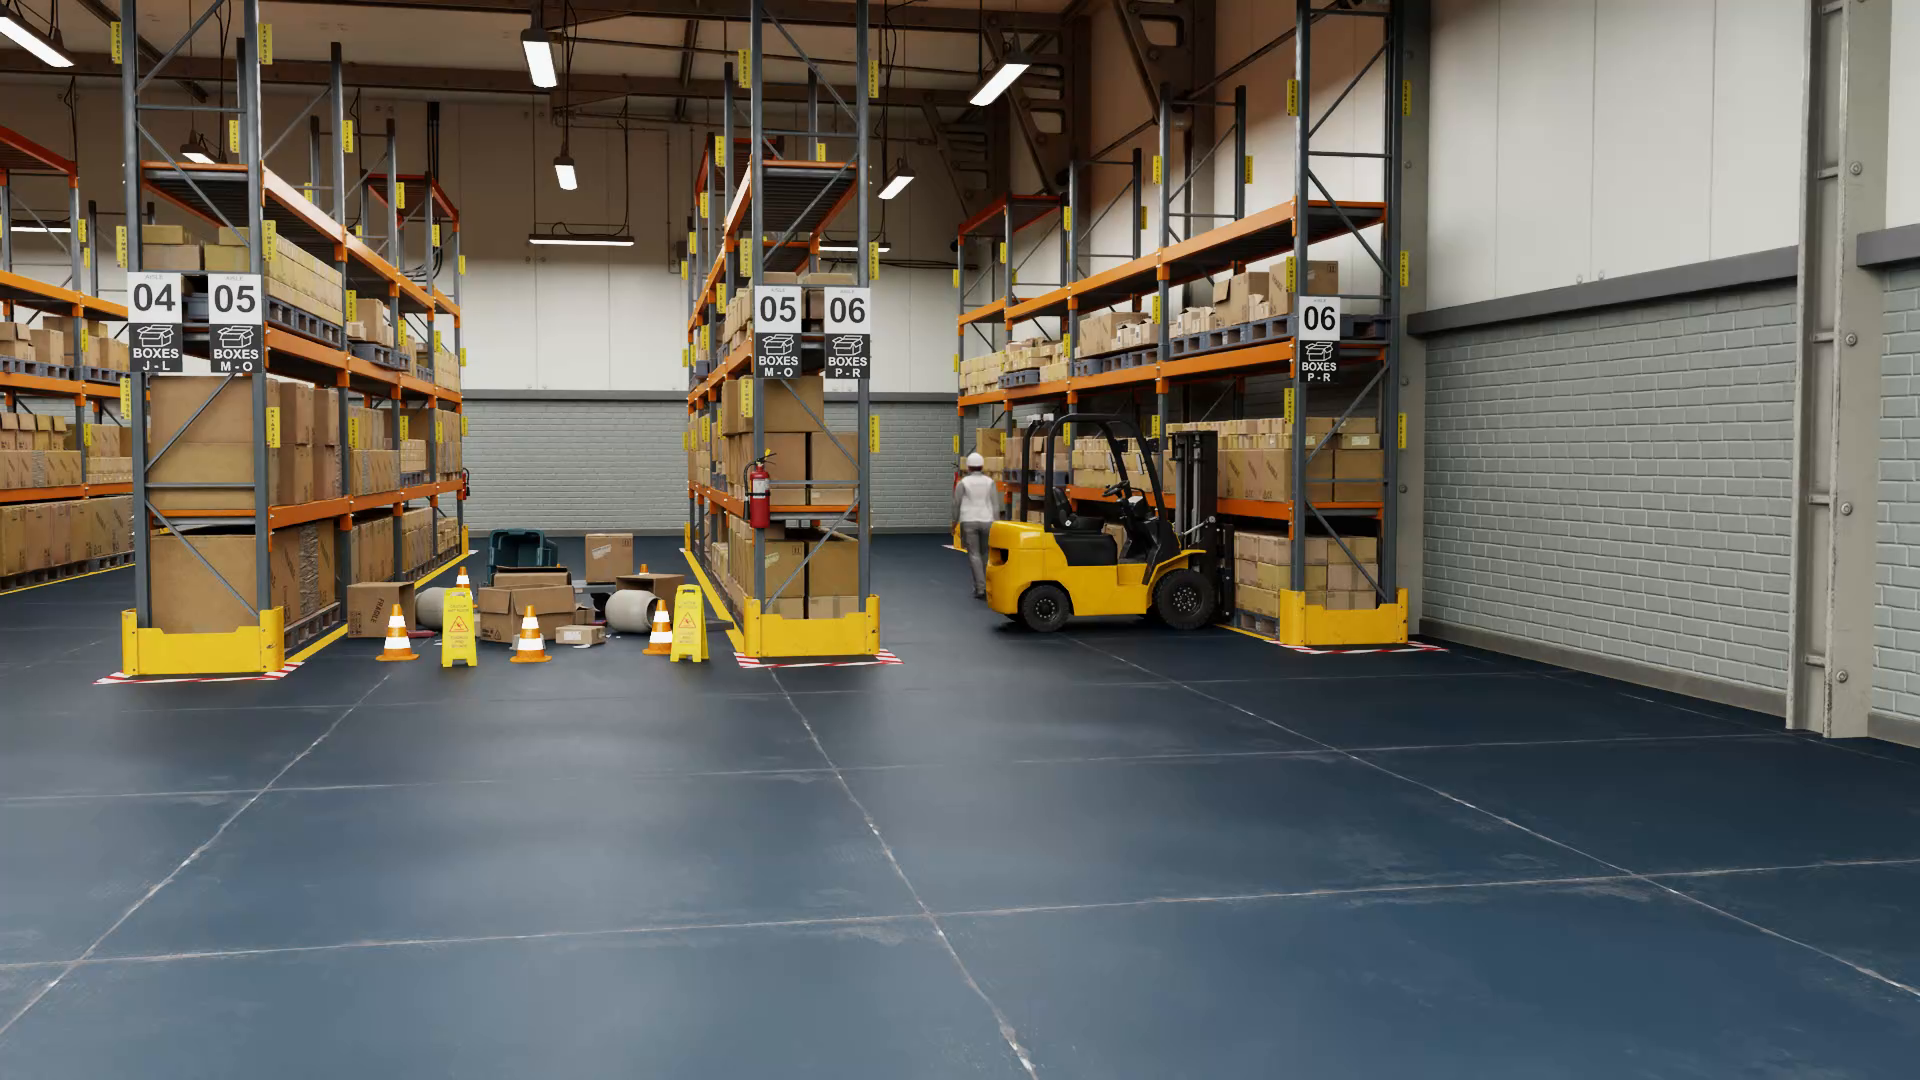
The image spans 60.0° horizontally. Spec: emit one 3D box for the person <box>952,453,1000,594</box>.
[{"bbox_3d":[0.176,-0.196,20.611,0.566,1.769,0.871,-1,3,-17],"label":"person"}]
